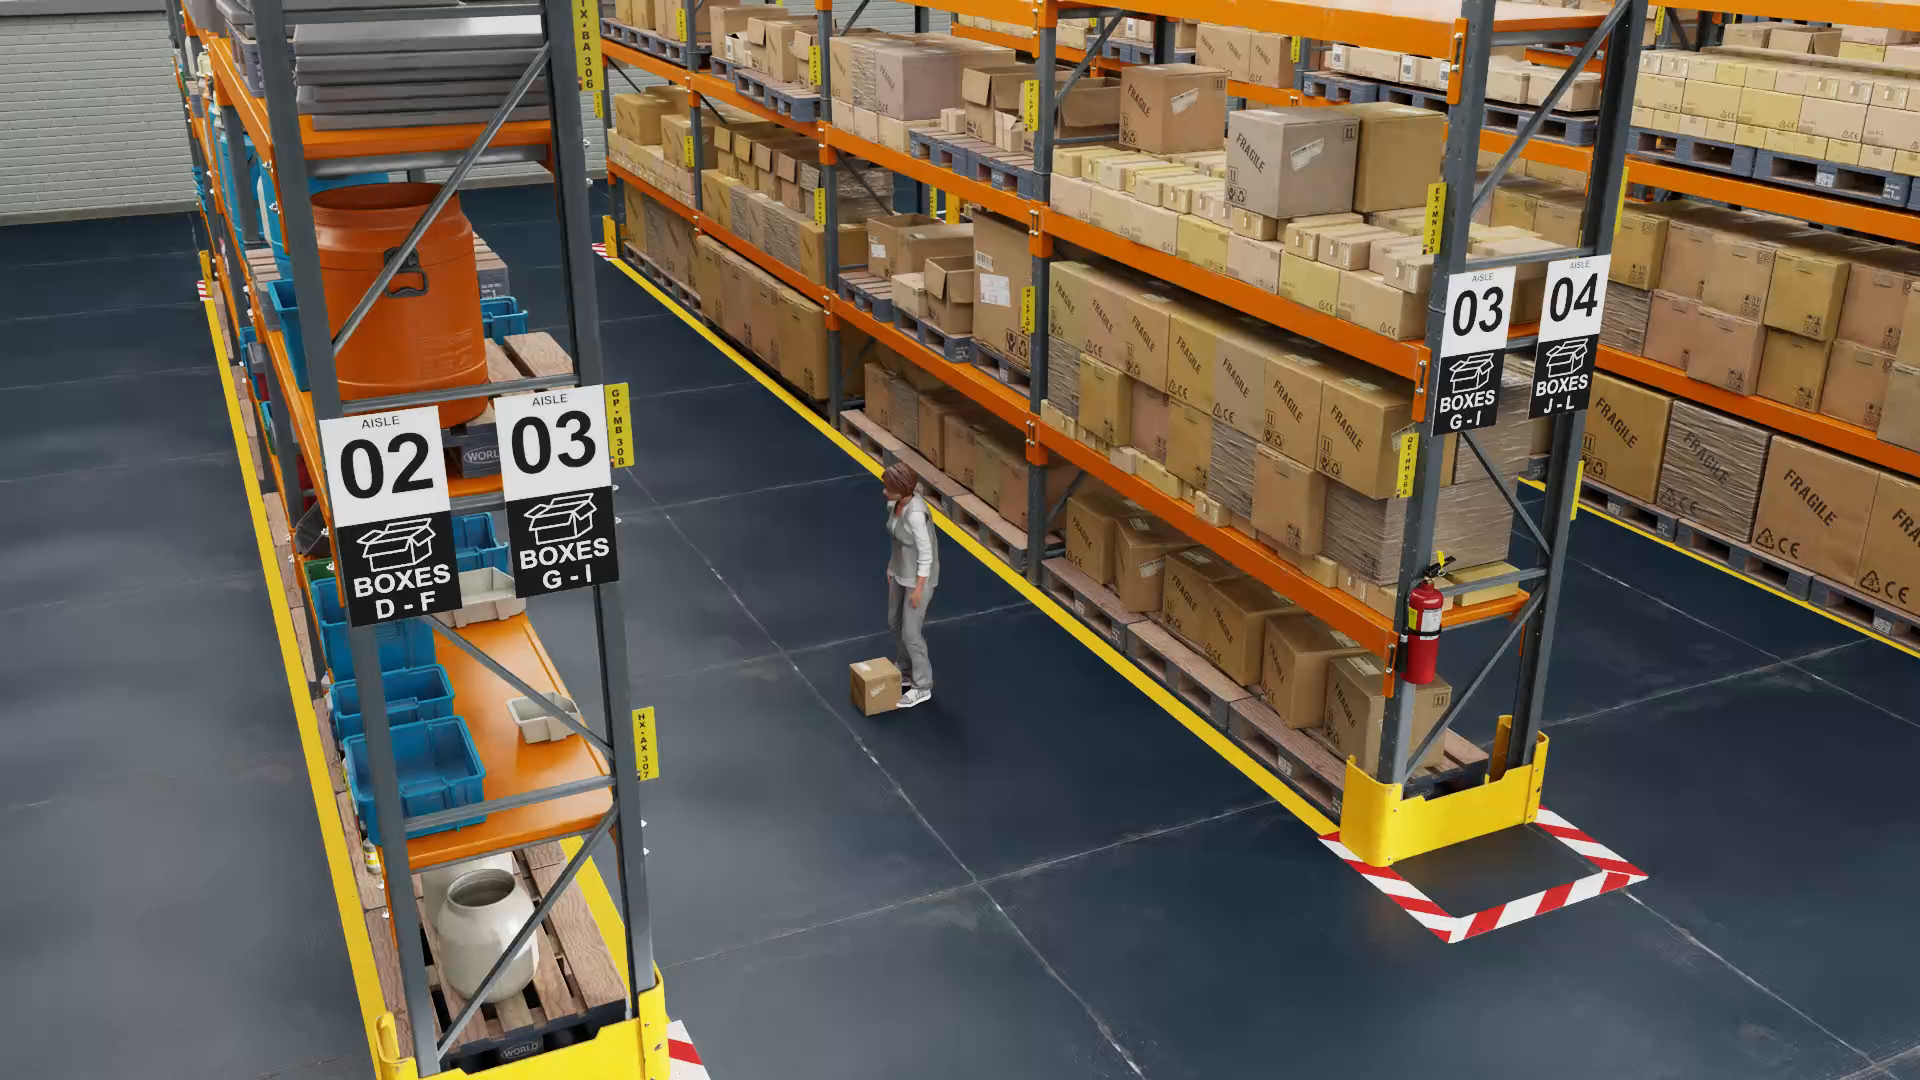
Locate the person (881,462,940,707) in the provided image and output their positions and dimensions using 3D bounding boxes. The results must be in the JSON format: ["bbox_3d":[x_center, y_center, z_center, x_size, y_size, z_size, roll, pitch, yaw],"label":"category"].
[{"bbox_3d":[-4.341,-5.005,17.328,24.933,6.000,19.161,-10,25,-23],"label":"person"}]
